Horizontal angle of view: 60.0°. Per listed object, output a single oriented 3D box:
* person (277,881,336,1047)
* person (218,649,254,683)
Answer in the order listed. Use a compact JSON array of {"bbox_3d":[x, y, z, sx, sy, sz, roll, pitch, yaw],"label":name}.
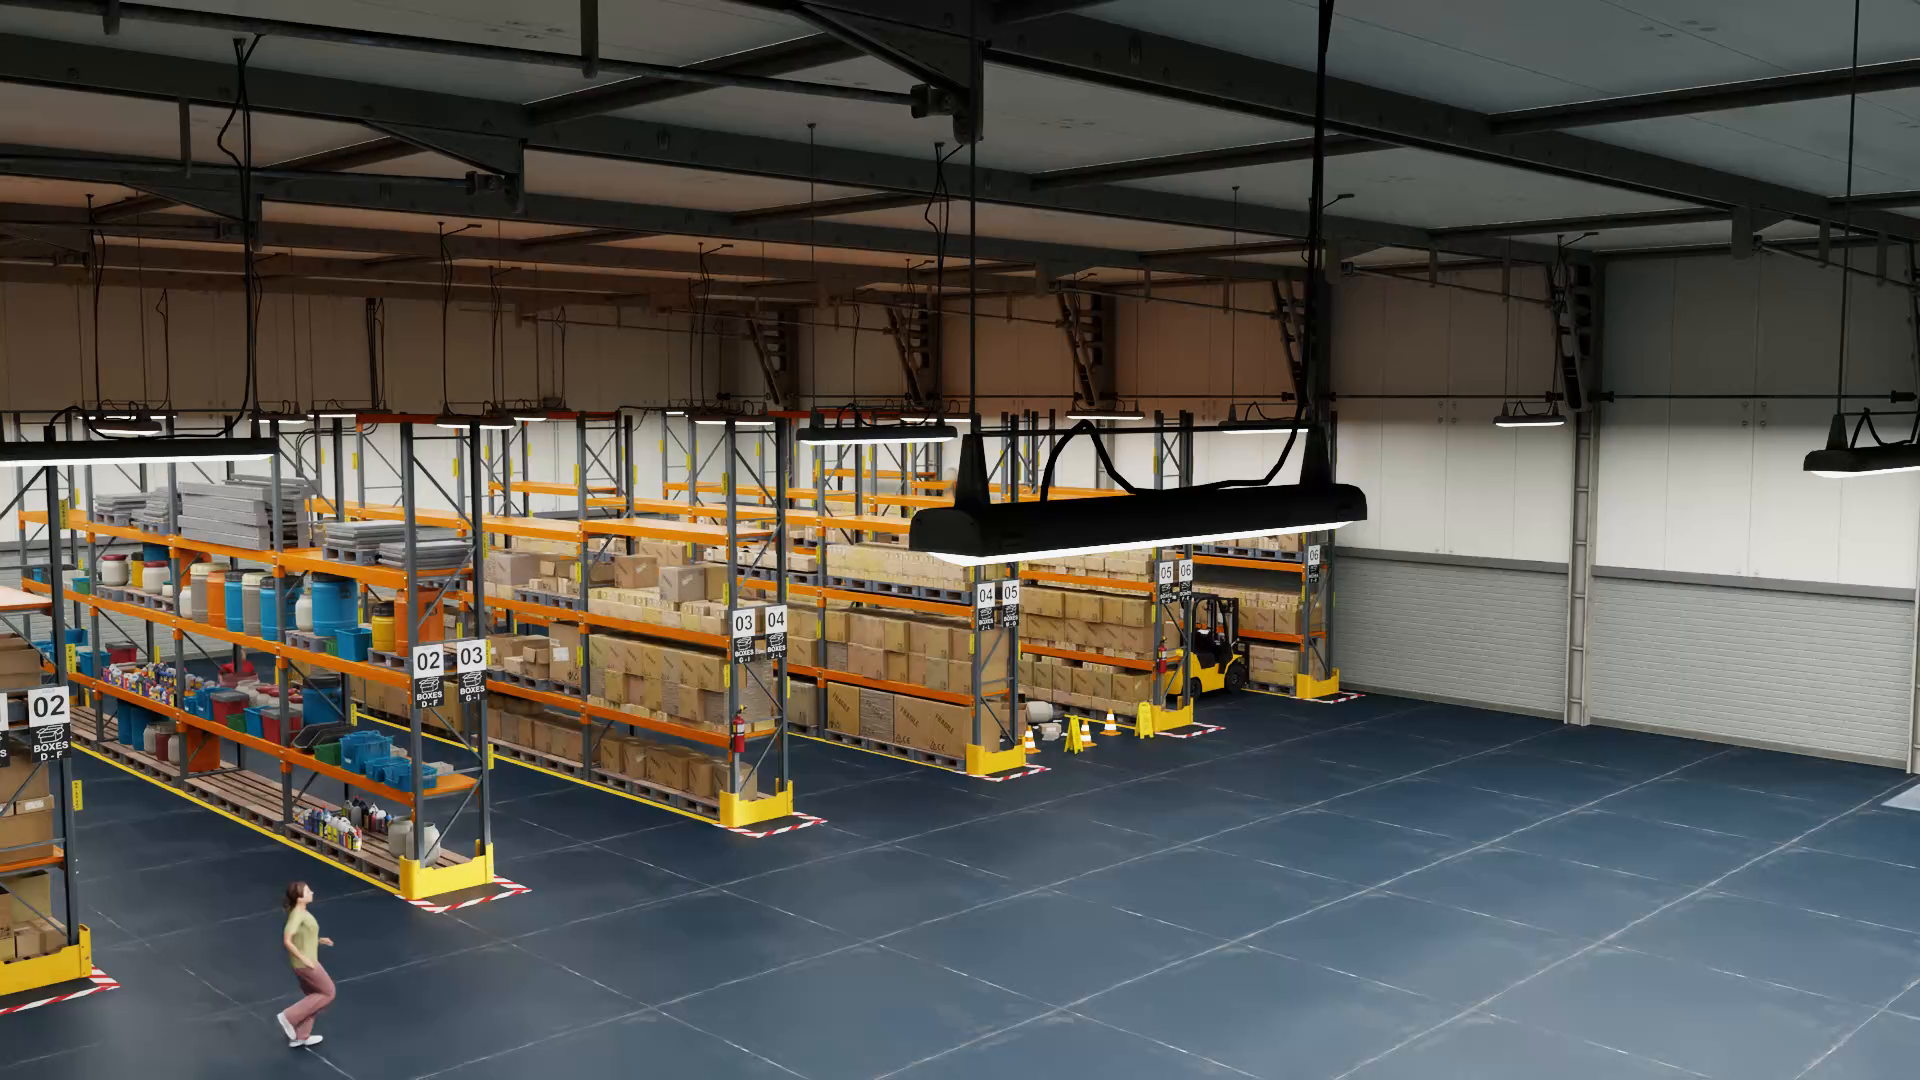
[{"bbox_3d":[-6.374,4.113,16.182,0.549,1.622,0.591,-2,6,-26],"label":"person"},{"bbox_3d":[-13.284,2.839,30.588,0.874,1.717,0.645,4,6,35],"label":"person"}]
